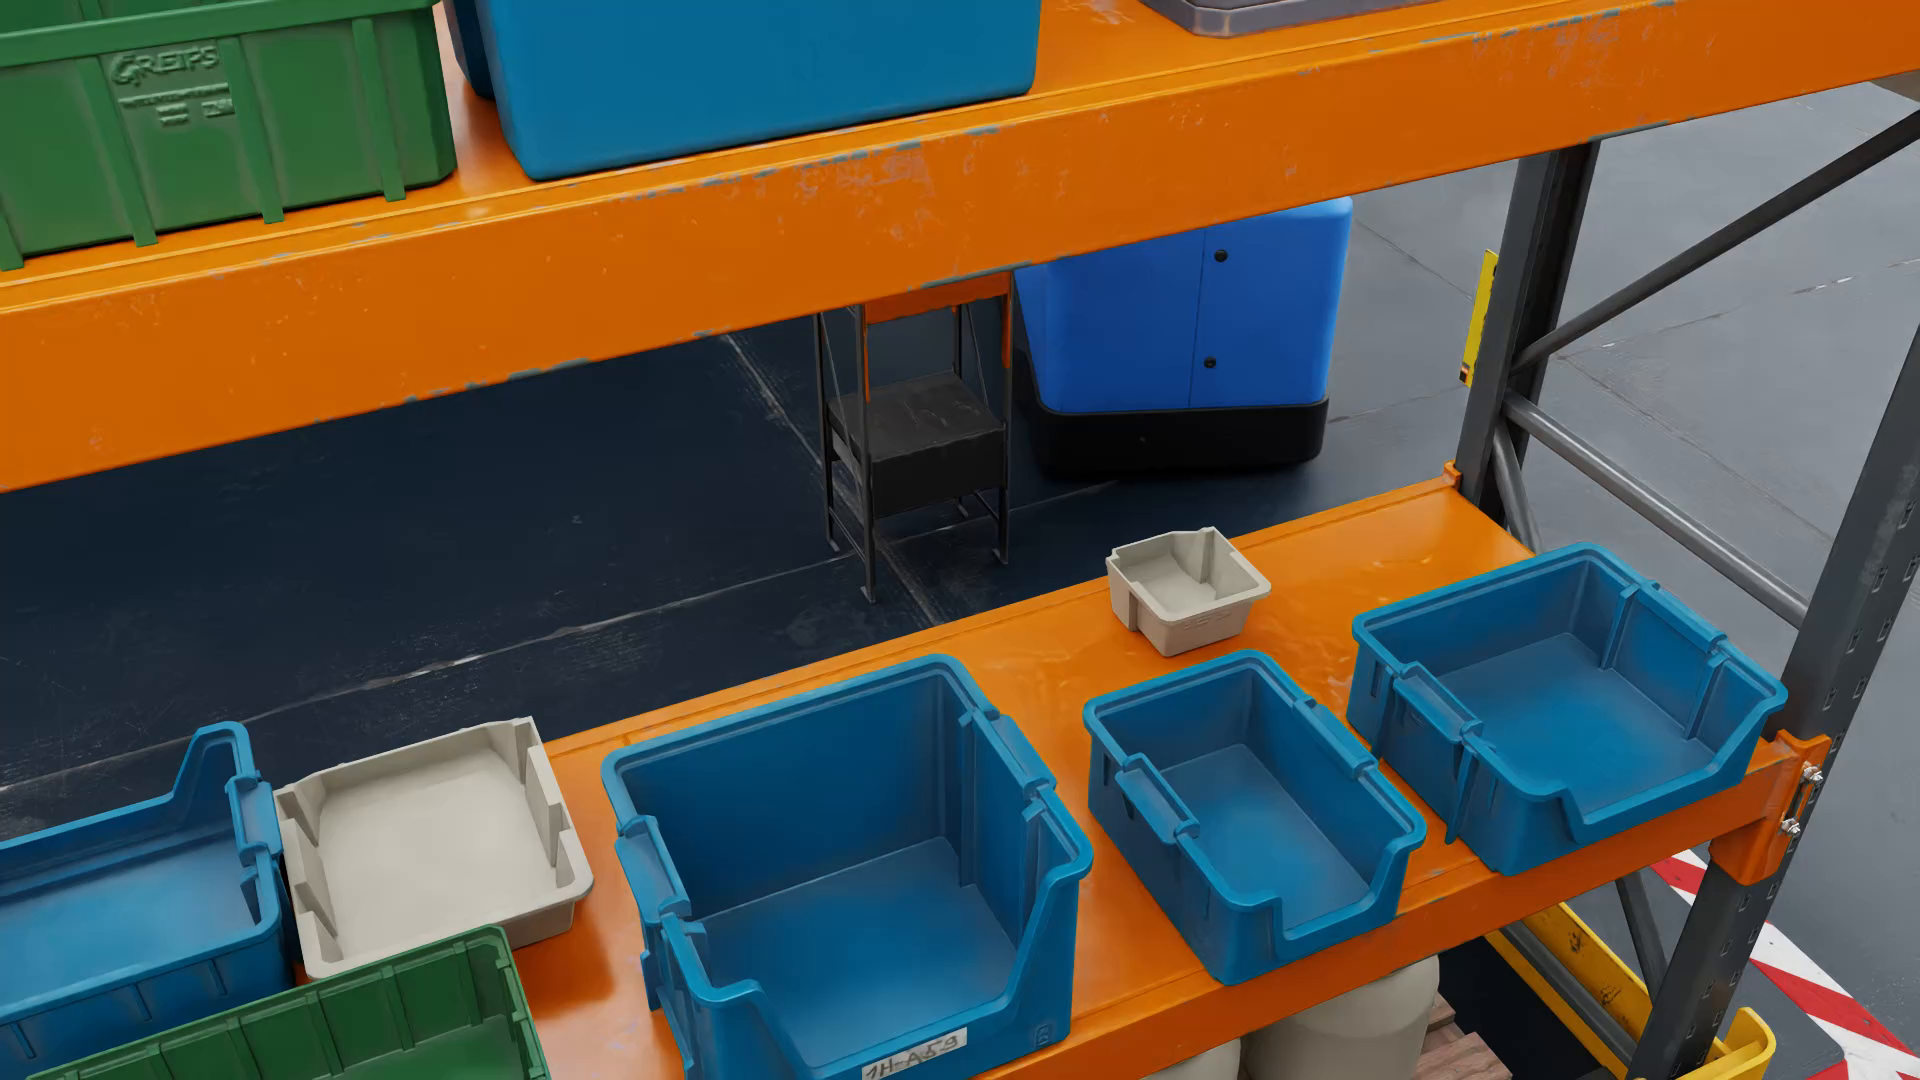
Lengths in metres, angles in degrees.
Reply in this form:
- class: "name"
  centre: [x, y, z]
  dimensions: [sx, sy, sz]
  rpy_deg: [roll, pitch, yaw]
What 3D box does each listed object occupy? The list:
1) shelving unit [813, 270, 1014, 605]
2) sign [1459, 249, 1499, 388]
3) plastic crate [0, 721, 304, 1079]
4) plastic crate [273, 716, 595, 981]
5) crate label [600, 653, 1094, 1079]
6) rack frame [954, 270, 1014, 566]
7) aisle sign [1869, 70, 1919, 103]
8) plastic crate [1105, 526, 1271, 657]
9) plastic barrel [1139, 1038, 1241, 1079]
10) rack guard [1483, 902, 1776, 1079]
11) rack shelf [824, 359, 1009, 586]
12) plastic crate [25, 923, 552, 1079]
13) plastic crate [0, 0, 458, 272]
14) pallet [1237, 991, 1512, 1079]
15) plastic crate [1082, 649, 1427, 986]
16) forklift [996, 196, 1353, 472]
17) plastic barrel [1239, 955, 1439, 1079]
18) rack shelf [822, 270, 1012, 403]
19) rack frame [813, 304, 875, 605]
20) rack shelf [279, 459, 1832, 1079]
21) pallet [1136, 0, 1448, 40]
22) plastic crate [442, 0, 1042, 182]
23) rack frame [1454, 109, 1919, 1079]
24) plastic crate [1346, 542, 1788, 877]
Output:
- class: "shelving unit"
  centre: [-0.150, -0.801, 5.068]
  dimensions: [0.503, 2.100, 0.431]
  rpy_deg: [-16, 39, -20]
- class: "sign"
  centre: [1.152, -0.467, 3.630]
  dimensions: [0.005, 0.325, 0.100]
  rpy_deg: [-16, 39, -20]
- class: "plastic crate"
  centre: [-1.353, 0.587, 2.565]
  dimensions: [0.616, 0.251, 0.499]
  rpy_deg: [-16, 39, -20]
- class: "plastic crate"
  centre: [-0.877, 0.513, 2.762]
  dimensions: [0.437, 0.136, 0.530]
  rpy_deg: [-16, 39, -20]
- class: "crate label"
  centre: [-0.170, 0.539, 2.475]
  dimensions: [0.616, 0.435, 0.502]
  rpy_deg: [-16, 39, -20]
- class: "rack frame"
  centre: [0.071, -0.863, 5.151]
  dimensions: [0.015, 2.100, 0.400]
  rpy_deg: [-16, 39, -20]
- class: "aisle sign"
  centre: [1.573, -0.960, 2.345]
  dimensions: [0.004, 0.787, 0.394]
  rpy_deg: [-16, 39, -20]
- class: "plastic crate"
  centre: [0.435, 0.101, 3.318]
  dimensions: [0.250, 0.136, 0.298]
  rpy_deg: [-16, 39, -20]
- class: "plastic barrel"
  centre: [0.365, 1.107, 3.475]
  dimensions: [0.421, 0.512, 0.421]
  rpy_deg: [0, 37, 0]
- class: "rack guard"
  centre: [1.333, 0.990, 3.995]
  dimensions: [0.348, 0.500, 1.175]
  rpy_deg: [-16, 39, -20]
- class: "rack shelf"
  centre: [-0.150, -0.228, 5.493]
  dimensions: [0.480, 0.518, 0.431]
  rpy_deg: [-16, 39, -20]
- class: "plastic crate"
  centre: [-0.891, 0.848, 2.267]
  dimensions: [0.662, 0.188, 0.450]
  rpy_deg: [-16, 39, -20]
- class: "plastic crate"
  centre: [-0.695, -0.418, 1.455]
  dimensions: [0.450, 0.188, 0.336]
  rpy_deg: [-16, 39, -20]
- class: "pallet"
  centre: [0.595, 1.309, 3.808]
  dimensions: [1.213, 0.211, 1.003]
  rpy_deg: [-16, 39, -20]
- class: "plastic crate"
  centre: [0.465, 0.451, 2.749]
  dimensions: [0.408, 0.251, 0.499]
  rpy_deg: [-16, 39, -20]
- class: "forklift"
  centre: [0.696, -2.281, 6.365]
  dimensions: [1.130, 2.935, 3.031]
  rpy_deg: [-2, 37, -3]
- class: "plastic barrel"
  centre: [0.818, 0.980, 3.646]
  dimensions: [0.421, 0.512, 0.421]
  rpy_deg: [0, 37, 0]
- class: "rack shelf"
  centre: [-0.150, -0.790, 5.076]
  dimensions: [0.480, 0.518, 0.431]
  rpy_deg: [-16, 39, -20]
- class: "rack frame"
  centre: [-0.371, -0.740, 4.985]
  dimensions: [0.015, 2.100, 0.400]
  rpy_deg: [-16, 39, -20]
- class: "rack shelf"
  centre: [-0.429, 0.737, 2.842]
  dimensions: [4.000, 0.370, 1.077]
  rpy_deg: [-16, 39, -20]
- class: "pallet"
  centre: [0.591, -1.030, 2.262]
  dimensions: [1.213, 0.211, 1.003]
  rpy_deg: [-16, 39, -20]
- class: "plastic crate"
  centre: [-0.217, -0.611, 1.552]
  dimensions: [0.575, 0.384, 0.392]
  rpy_deg: [-16, 39, -20]
- class: "rack frame"
  centre: [1.382, -0.058, 3.311]
  dimensions: [0.127, 3.000, 1.000]
  rpy_deg: [-16, 39, -20]
- class: "plastic crate"
  centre: [1.056, 0.290, 2.966]
  dimensions: [0.616, 0.251, 0.499]
  rpy_deg: [-16, 39, -20]
